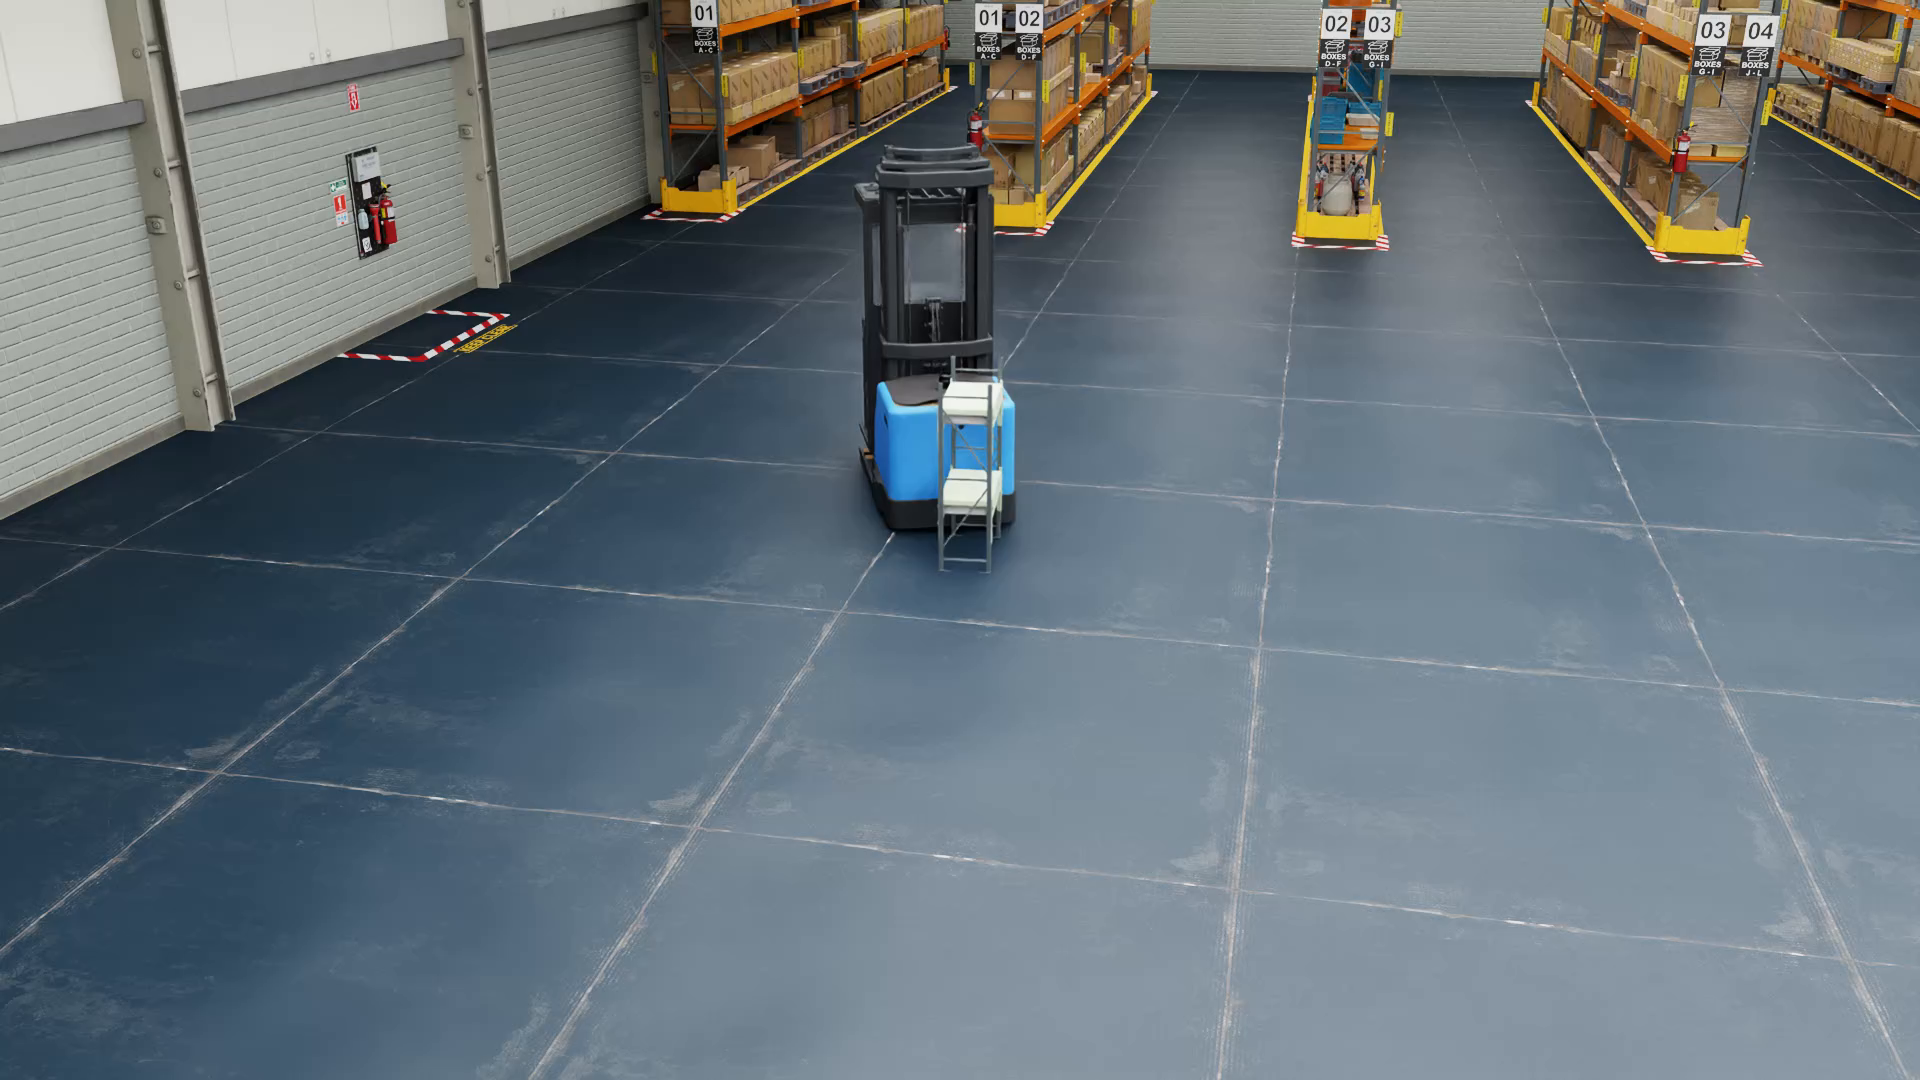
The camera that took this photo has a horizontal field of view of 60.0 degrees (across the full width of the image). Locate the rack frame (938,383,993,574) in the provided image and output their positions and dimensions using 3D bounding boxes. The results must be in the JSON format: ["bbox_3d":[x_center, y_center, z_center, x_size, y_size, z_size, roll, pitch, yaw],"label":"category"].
[{"bbox_3d":[0.038,-0.447,12.456,0.400,1.500,0.023,3,22,7],"label":"rack frame"}]

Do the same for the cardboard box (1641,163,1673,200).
[{"bbox_3d":[11.001,-5.595,26.015,0.500,0.500,0.500,12,25,28],"label":"cardboard box"}]

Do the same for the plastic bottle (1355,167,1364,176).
[{"bbox_3d":[6.428,-5.820,26.747,0.144,0.351,0.185,4,22,11],"label":"plastic bottle"}]

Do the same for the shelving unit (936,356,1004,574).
[{"bbox_3d":[0.084,-0.583,12.793,0.431,1.500,0.755,3,22,7],"label":"shelving unit"}]

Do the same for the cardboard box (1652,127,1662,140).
[{"bbox_3d":[10.474,-6.010,24.598,0.380,0.149,0.250,4,22,11],"label":"cardboard box"}]

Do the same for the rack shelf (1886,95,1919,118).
[{"bbox_3d":[16.474,-6.896,27.423,1.077,0.370,4.000,4,22,11],"label":"rack shelf"}]

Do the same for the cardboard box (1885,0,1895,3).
[{"bbox_3d":[16.839,-9.811,29.549,0.500,0.500,0.500,4,22,11],"label":"cardboard box"}]

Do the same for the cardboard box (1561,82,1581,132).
[{"bbox_3d":[12.571,-8.486,32.690,1.225,0.875,0.875,4,22,9],"label":"cardboard box"}]

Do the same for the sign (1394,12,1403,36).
[{"bbox_3d":[6.104,-7.180,23.139,0.100,0.325,0.005,4,22,11],"label":"sign"}]

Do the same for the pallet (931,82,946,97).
[{"bbox_3d":[-0.954,-10.843,39.993,1.003,0.211,1.213,4,22,11],"label":"pallet"}]

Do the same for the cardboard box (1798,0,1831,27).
[{"bbox_3d":[17.938,-11.017,34.824,0.500,0.500,0.500,4,22,10],"label":"cardboard box"}]

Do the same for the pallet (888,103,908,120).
[{"bbox_3d":[-1.768,-9.390,36.387,1.003,0.211,1.213,4,22,11],"label":"pallet"}]

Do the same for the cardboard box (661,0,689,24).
[{"bbox_3d":[-4.295,-8.202,25.528,0.500,0.500,0.500,6,23,15],"label":"cardboard box"}]

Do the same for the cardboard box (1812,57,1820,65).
[{"bbox_3d":[17.689,-9.819,34.056,0.380,0.149,0.250,3,22,9],"label":"cardboard box"}]

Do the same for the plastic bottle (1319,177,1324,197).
[{"bbox_3d":[5.694,-5.559,26.189,0.061,0.283,0.133,4,22,11],"label":"plastic bottle"}]

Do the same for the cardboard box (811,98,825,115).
[{"bbox_3d":[-2.874,-8.242,31.556,0.500,0.250,0.500,4,22,11],"label":"cardboard box"}]

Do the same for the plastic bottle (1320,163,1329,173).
[{"bbox_3d":[5.952,-5.991,27.172,0.144,0.351,0.185,4,22,11],"label":"plastic bottle"}]

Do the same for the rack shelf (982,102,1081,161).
[{"bbox_3d":[1.126,-6.604,26.700,1.077,0.370,4.000,4,22,11],"label":"rack shelf"}]

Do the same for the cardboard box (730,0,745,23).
[{"bbox_3d":[-3.675,-8.327,25.838,0.500,0.500,0.500,6,23,14],"label":"cardboard box"}]

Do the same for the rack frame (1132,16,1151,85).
[{"bbox_3d":[3.982,-12.058,39.279,1.000,3.000,0.127,4,22,11],"label":"rack frame"}]

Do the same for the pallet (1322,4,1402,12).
[{"bbox_3d":[6.331,-8.323,26.242,1.213,0.211,1.003,4,22,11],"label":"pallet"}]

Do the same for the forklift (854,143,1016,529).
[{"bbox_3d":[-0.301,-1.965,14.308,1.130,2.935,3.031,-4,22,-9],"label":"forklift"}]

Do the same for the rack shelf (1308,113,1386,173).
[{"bbox_3d":[5.974,-6.226,25.759,1.077,0.370,4.000,4,22,11],"label":"rack shelf"}]

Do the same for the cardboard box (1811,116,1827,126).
[{"bbox_3d":[17.445,-8.466,33.612,0.380,0.149,0.250,5,22,12],"label":"cardboard box"}]

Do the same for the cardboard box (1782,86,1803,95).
[{"bbox_3d":[17.960,-9.677,35.824,0.380,0.149,0.250,4,22,11],"label":"cardboard box"}]

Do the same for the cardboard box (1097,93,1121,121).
[{"bbox_3d":[3.033,-8.888,34.164,0.500,0.500,0.500,4,22,9],"label":"cardboard box"}]

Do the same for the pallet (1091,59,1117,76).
[{"bbox_3d":[2.420,-9.297,32.679,1.213,0.211,1.003,4,22,11],"label":"pallet"}]

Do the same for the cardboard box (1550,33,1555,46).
[{"bbox_3d":[13.112,-10.841,36.059,0.500,0.250,0.500,4,22,9],"label":"cardboard box"}]

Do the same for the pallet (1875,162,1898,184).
[{"bbox_3d":[16.648,-6.385,28.925,1.003,0.211,1.213,4,22,11],"label":"pallet"}]

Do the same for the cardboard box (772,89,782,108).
[{"bbox_3d":[-3.314,-7.423,27.942,0.500,0.250,0.500,4,22,11],"label":"cardboard box"}]

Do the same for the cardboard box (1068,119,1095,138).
[{"bbox_3d":[2.175,-7.544,30.437,0.500,0.311,0.500,5,22,12],"label":"cardboard box"}]

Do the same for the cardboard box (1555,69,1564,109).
[{"bbox_3d":[13.260,-9.613,35.488,0.875,0.875,0.875,4,22,11],"label":"cardboard box"}]

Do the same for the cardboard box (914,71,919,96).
[{"bbox_3d":[-1.325,-10.456,38.085,0.700,0.500,0.500,4,22,10],"label":"cardboard box"}]

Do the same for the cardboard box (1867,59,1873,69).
[{"bbox_3d":[16.641,-8.587,30.035,0.380,0.149,0.250,5,22,12],"label":"cardboard box"}]

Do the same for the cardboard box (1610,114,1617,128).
[{"bbox_3d":[11.940,-7.521,29.766,0.500,0.250,0.500,5,23,13],"label":"cardboard box"}]

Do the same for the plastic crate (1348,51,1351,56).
[{"bbox_3d":[8.250,-10.281,35.139,0.396,0.136,0.243,4,22,11],"label":"plastic crate"}]

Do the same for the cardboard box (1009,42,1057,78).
[{"bbox_3d":[1.142,-7.604,26.350,0.700,0.500,0.500,4,22,11],"label":"cardboard box"}]

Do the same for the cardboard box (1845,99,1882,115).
[{"bbox_3d":[17.074,-8.176,31.419,0.500,0.250,0.500,5,23,13],"label":"cardboard box"}]

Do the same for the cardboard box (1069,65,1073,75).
[{"bbox_3d":[1.688,-7.901,27.955,0.380,0.149,0.250,4,22,11],"label":"cardboard box"}]

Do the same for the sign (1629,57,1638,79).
[{"bbox_3d":[10.687,-7.491,26.389,0.100,0.325,0.005,4,22,11],"label":"sign"}]

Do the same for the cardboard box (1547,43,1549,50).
[{"bbox_3d":[13.181,-10.893,36.722,0.380,0.149,0.250,4,22,10],"label":"cardboard box"}]

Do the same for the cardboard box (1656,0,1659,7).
[{"bbox_3d":[10.875,-8.222,25.405,0.380,0.149,0.250,3,22,8],"label":"cardboard box"}]

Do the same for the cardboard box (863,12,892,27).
[{"bbox_3d":[-1.747,-10.950,34.965,0.500,0.250,0.500,5,22,12],"label":"cardboard box"}]

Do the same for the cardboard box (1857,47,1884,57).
[{"bbox_3d":[16.799,-9.002,30.668,0.380,0.149,0.250,6,23,14],"label":"cardboard box"}]

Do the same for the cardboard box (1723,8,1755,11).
[{"bbox_3d":[10.955,-7.412,23.394,0.380,0.149,0.250,4,22,11],"label":"cardboard box"}]

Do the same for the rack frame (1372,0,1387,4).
[{"bbox_3d":[6.382,-10.073,26.320,1.000,3.000,0.127,4,22,11],"label":"rack frame"}]

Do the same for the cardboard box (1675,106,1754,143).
[{"bbox_3d":[10.554,-5.834,23.291,0.875,0.500,0.500,4,22,11],"label":"cardboard box"}]

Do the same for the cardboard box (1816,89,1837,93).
[{"bbox_3d":[18.504,-9.540,35.485,0.380,0.149,0.250,4,22,9],"label":"cardboard box"}]

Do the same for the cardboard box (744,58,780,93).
[{"bbox_3d":[-3.320,-7.771,27.803,0.500,0.500,0.500,4,22,9],"label":"cardboard box"}]

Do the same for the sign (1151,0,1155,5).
[{"bbox_3d":[4.522,-12.692,38.880,0.100,0.325,0.005,4,22,11],"label":"sign"}]

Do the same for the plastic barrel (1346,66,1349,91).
[{"bbox_3d":[6.942,-7.955,28.909,0.433,0.535,0.433,0,22,0],"label":"plastic barrel"}]

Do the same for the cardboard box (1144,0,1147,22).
[{"bbox_3d":[3.957,-12.010,37.687,0.500,0.500,0.500,5,22,12],"label":"cardboard box"}]

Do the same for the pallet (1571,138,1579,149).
[{"bbox_3d":[12.533,-7.810,32.463,1.003,0.211,1.213,4,22,11],"label":"pallet"}]

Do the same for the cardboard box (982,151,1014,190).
[{"bbox_3d":[0.536,-5.693,25.588,0.500,0.500,0.500,4,22,11],"label":"cardboard box"}]

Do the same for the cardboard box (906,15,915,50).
[{"bbox_3d":[-1.557,-11.308,37.014,0.980,0.700,0.700,5,22,12],"label":"cardboard box"}]
